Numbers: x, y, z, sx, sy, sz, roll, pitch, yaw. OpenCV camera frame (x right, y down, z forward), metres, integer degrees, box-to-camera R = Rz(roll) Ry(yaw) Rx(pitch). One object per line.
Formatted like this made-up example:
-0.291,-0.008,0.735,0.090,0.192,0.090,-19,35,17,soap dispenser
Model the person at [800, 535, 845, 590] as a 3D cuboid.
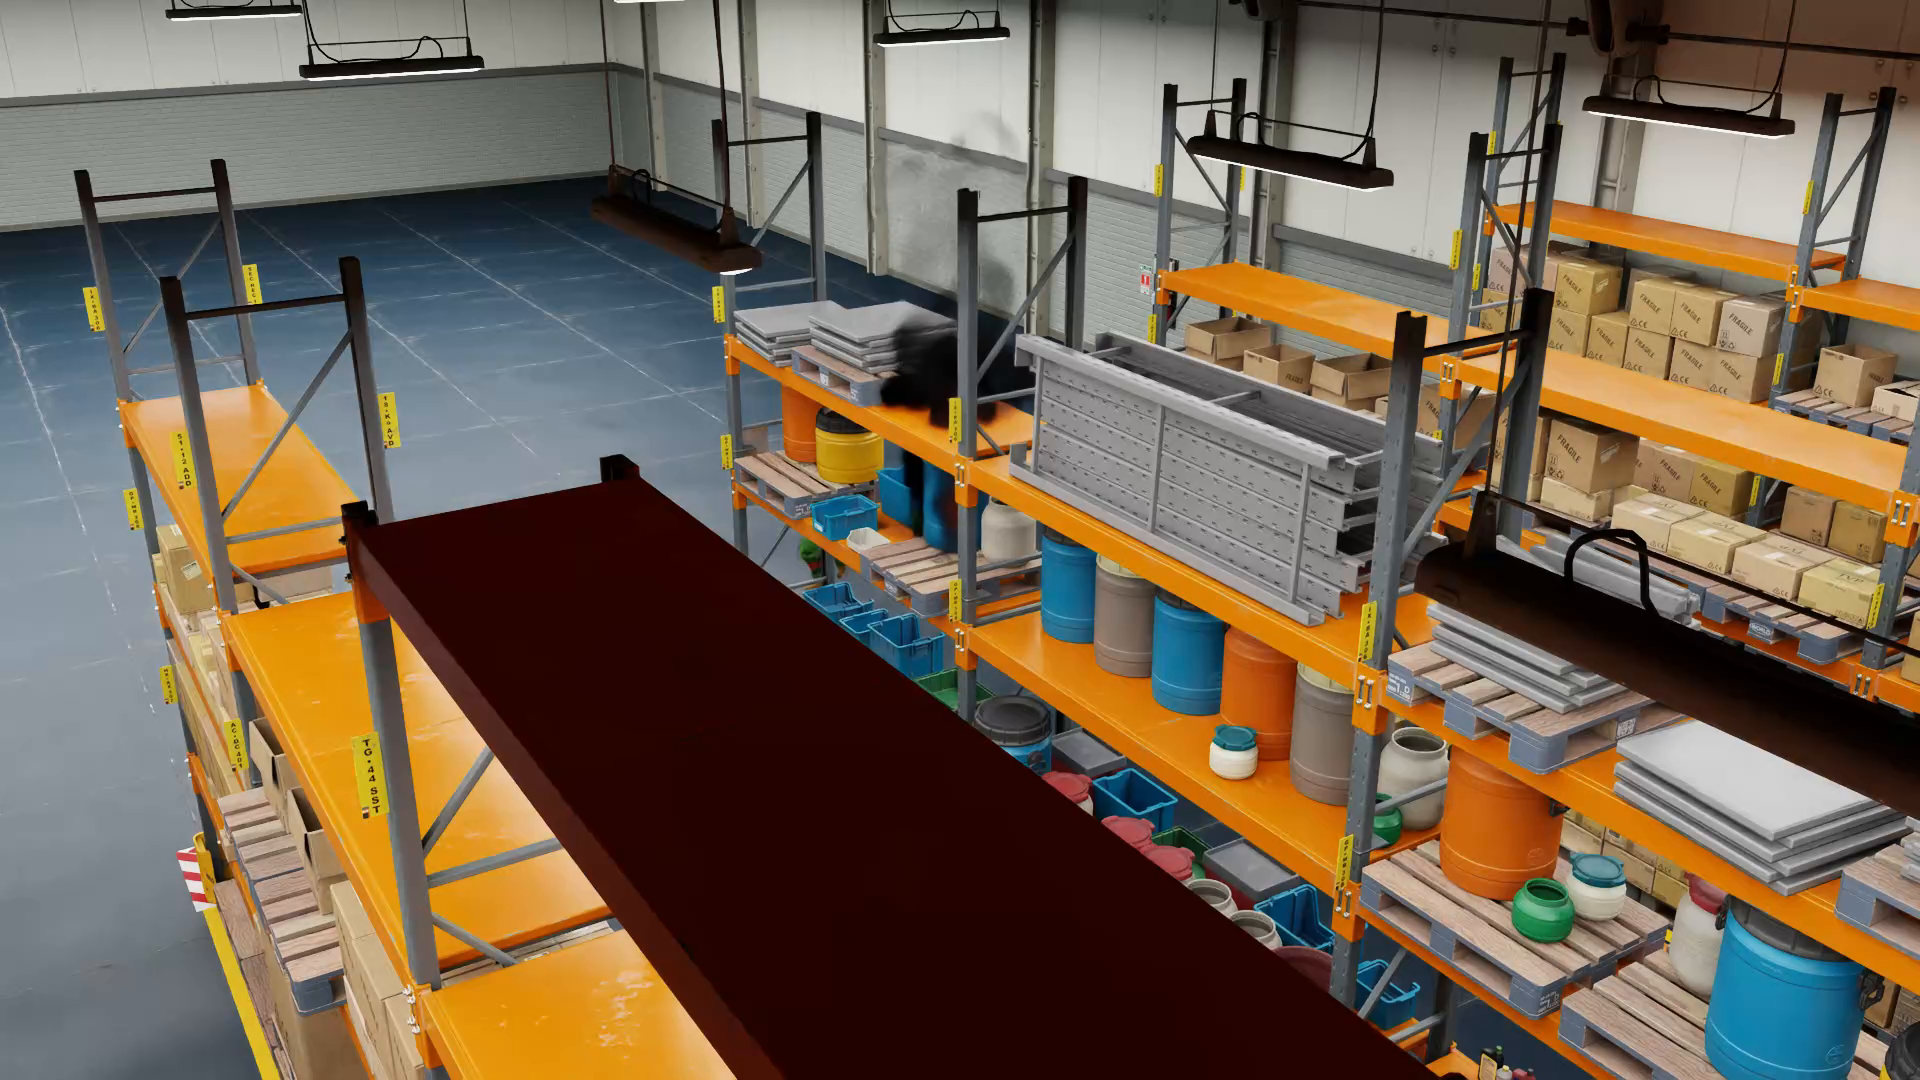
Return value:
-1.631,-0.227,19.641,0.602,1.737,0.704,-4,22,-9,person
